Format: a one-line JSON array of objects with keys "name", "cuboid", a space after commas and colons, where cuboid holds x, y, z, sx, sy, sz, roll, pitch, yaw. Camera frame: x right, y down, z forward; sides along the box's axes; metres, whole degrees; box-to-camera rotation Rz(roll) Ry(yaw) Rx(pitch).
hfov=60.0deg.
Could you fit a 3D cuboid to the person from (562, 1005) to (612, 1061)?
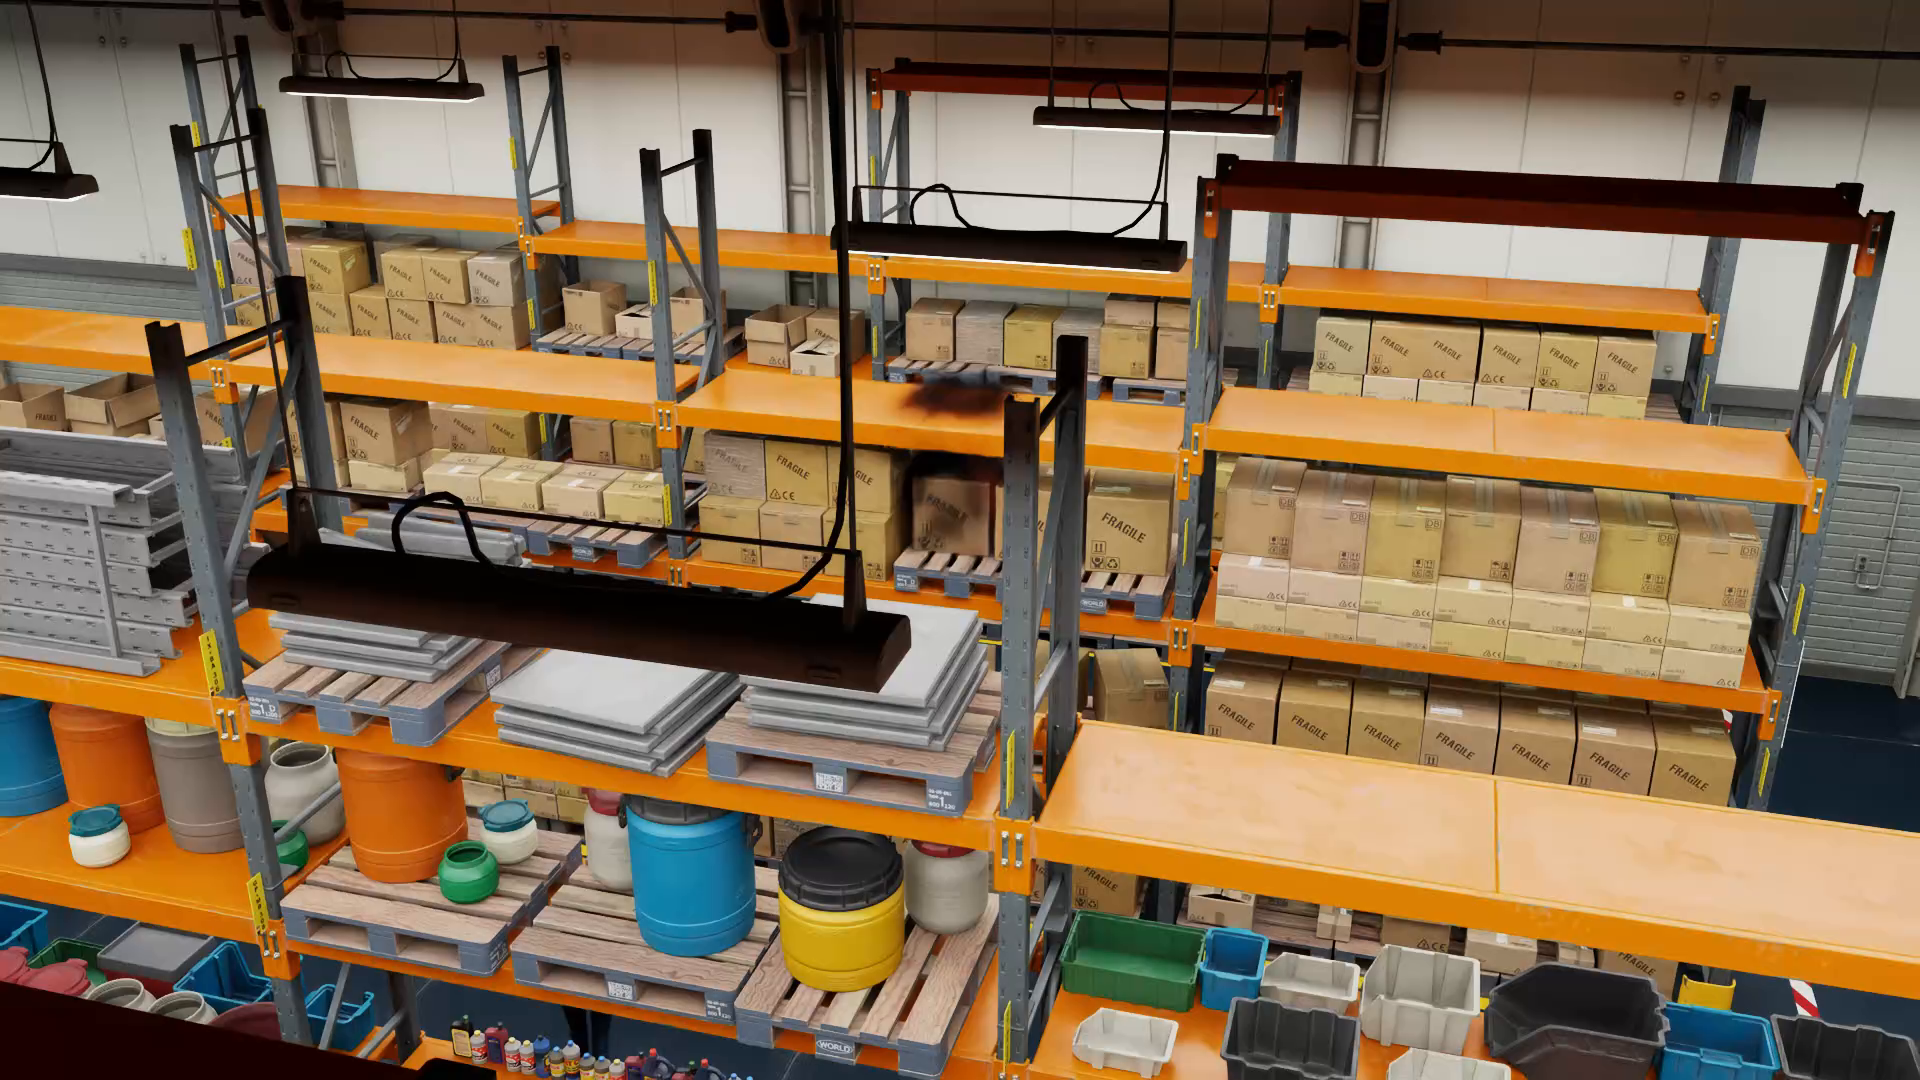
[{"name": "person", "cuboid": [-2.506, 3.031, 11.108, 0.437, 1.603, 0.471, -2, 23, -4]}]
